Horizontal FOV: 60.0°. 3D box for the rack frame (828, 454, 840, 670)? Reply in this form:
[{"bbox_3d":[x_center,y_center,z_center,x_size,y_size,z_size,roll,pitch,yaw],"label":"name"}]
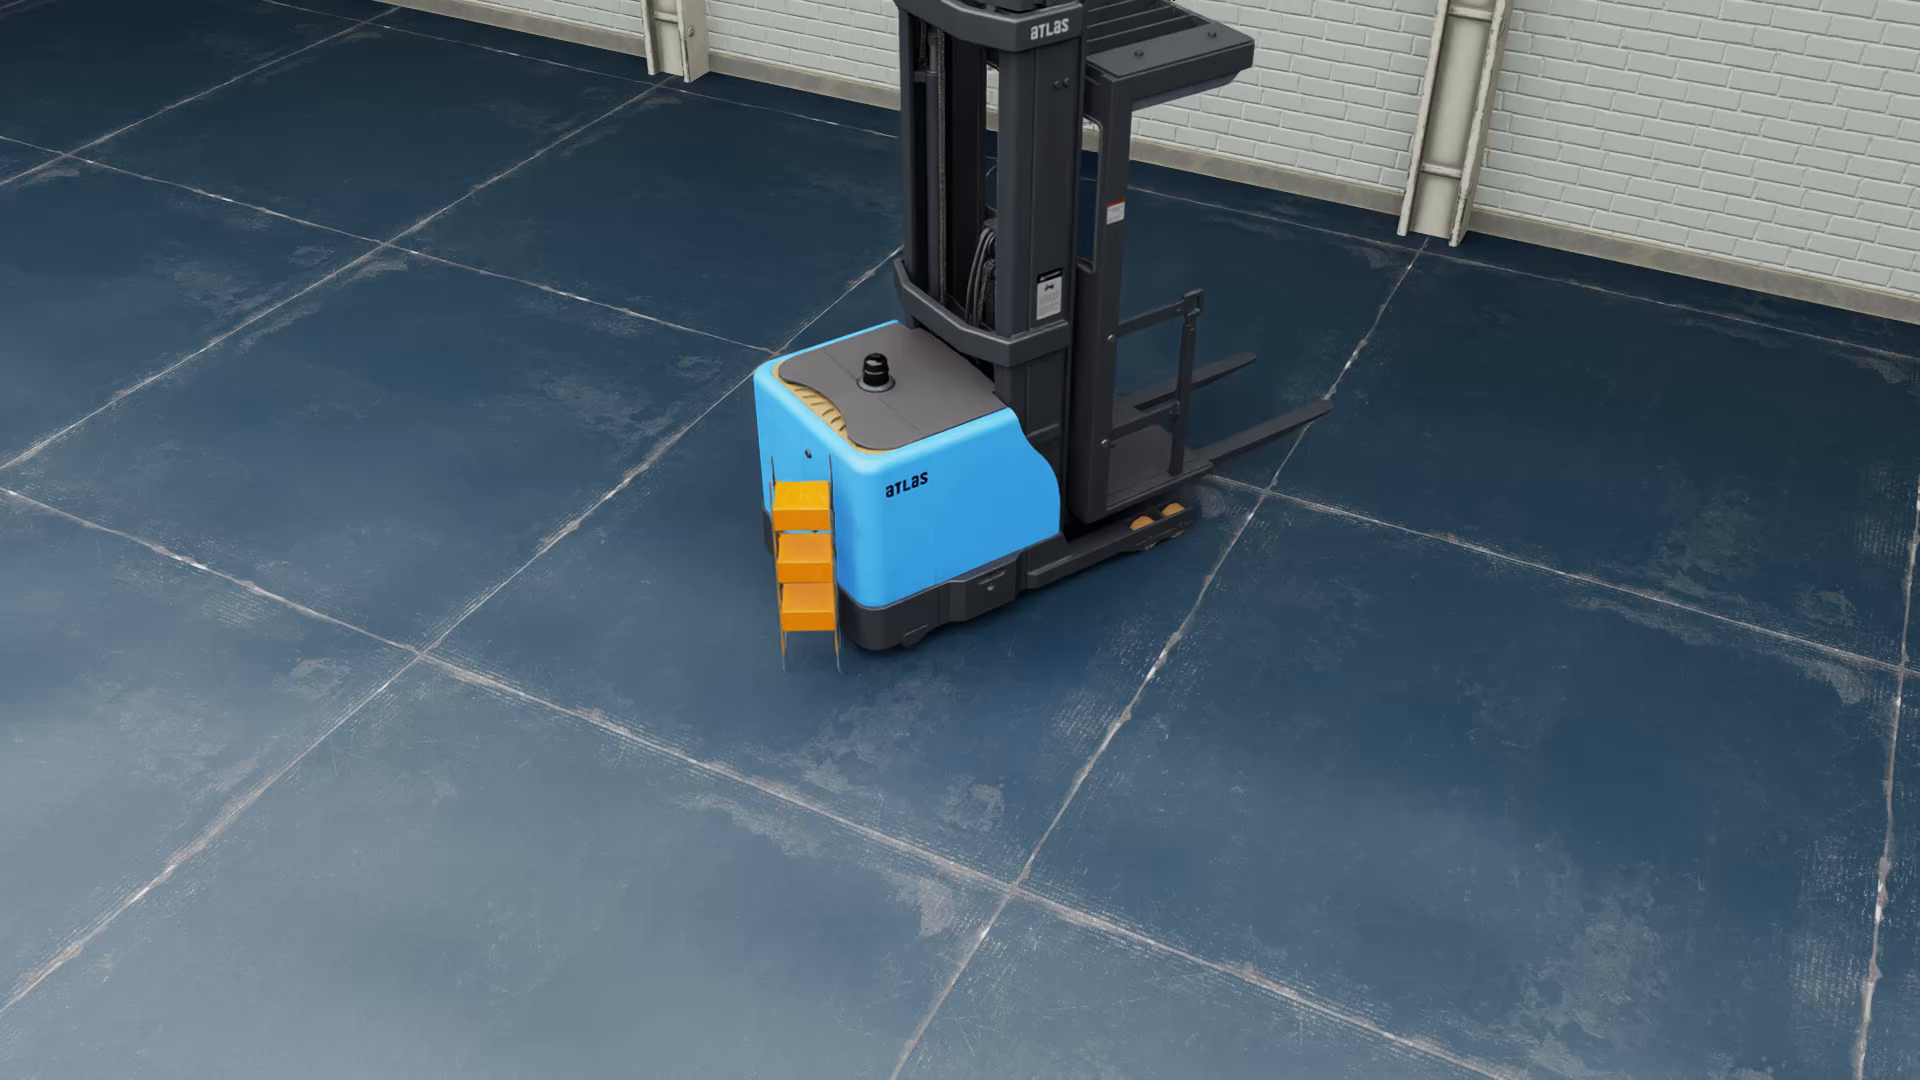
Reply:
[{"bbox_3d":[-0.548,0.111,7.252,0.008,1.050,0.200,-1,38,-2],"label":"rack frame"}]

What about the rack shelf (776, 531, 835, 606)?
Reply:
[{"bbox_3d":[-0.670,0.121,7.255,0.240,0.259,0.215,-1,38,-2],"label":"rack shelf"}]

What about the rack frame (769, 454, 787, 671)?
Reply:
[{"bbox_3d":[-0.791,0.114,7.245,0.008,1.050,0.200,-1,38,-2],"label":"rack frame"}]

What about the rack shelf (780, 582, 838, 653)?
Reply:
[{"bbox_3d":[-0.672,0.339,7.427,0.240,0.259,0.215,-1,38,-2],"label":"rack shelf"}]

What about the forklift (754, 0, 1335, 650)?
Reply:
[{"bbox_3d":[0.555,-1.361,7.638,3.031,2.935,1.130,-22,42,-26],"label":"forklift"}]

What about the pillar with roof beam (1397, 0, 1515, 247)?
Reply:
[{"bbox_3d":[1.134,-3.308,5.185,0.400,9.000,9.100,17,41,21],"label":"pillar with roof beam"}]

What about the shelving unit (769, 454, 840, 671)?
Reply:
[{"bbox_3d":[-0.669,0.113,7.248,0.252,1.050,0.215,-1,38,-2],"label":"shelving unit"}]

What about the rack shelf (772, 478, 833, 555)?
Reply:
[{"bbox_3d":[-0.667,-0.102,7.080,0.240,0.259,0.215,-1,38,-2],"label":"rack shelf"}]

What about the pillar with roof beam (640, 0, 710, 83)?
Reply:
[{"bbox_3d":[-4.194,-4.977,7.383,0.400,9.000,9.100,17,41,21],"label":"pillar with roof beam"}]
